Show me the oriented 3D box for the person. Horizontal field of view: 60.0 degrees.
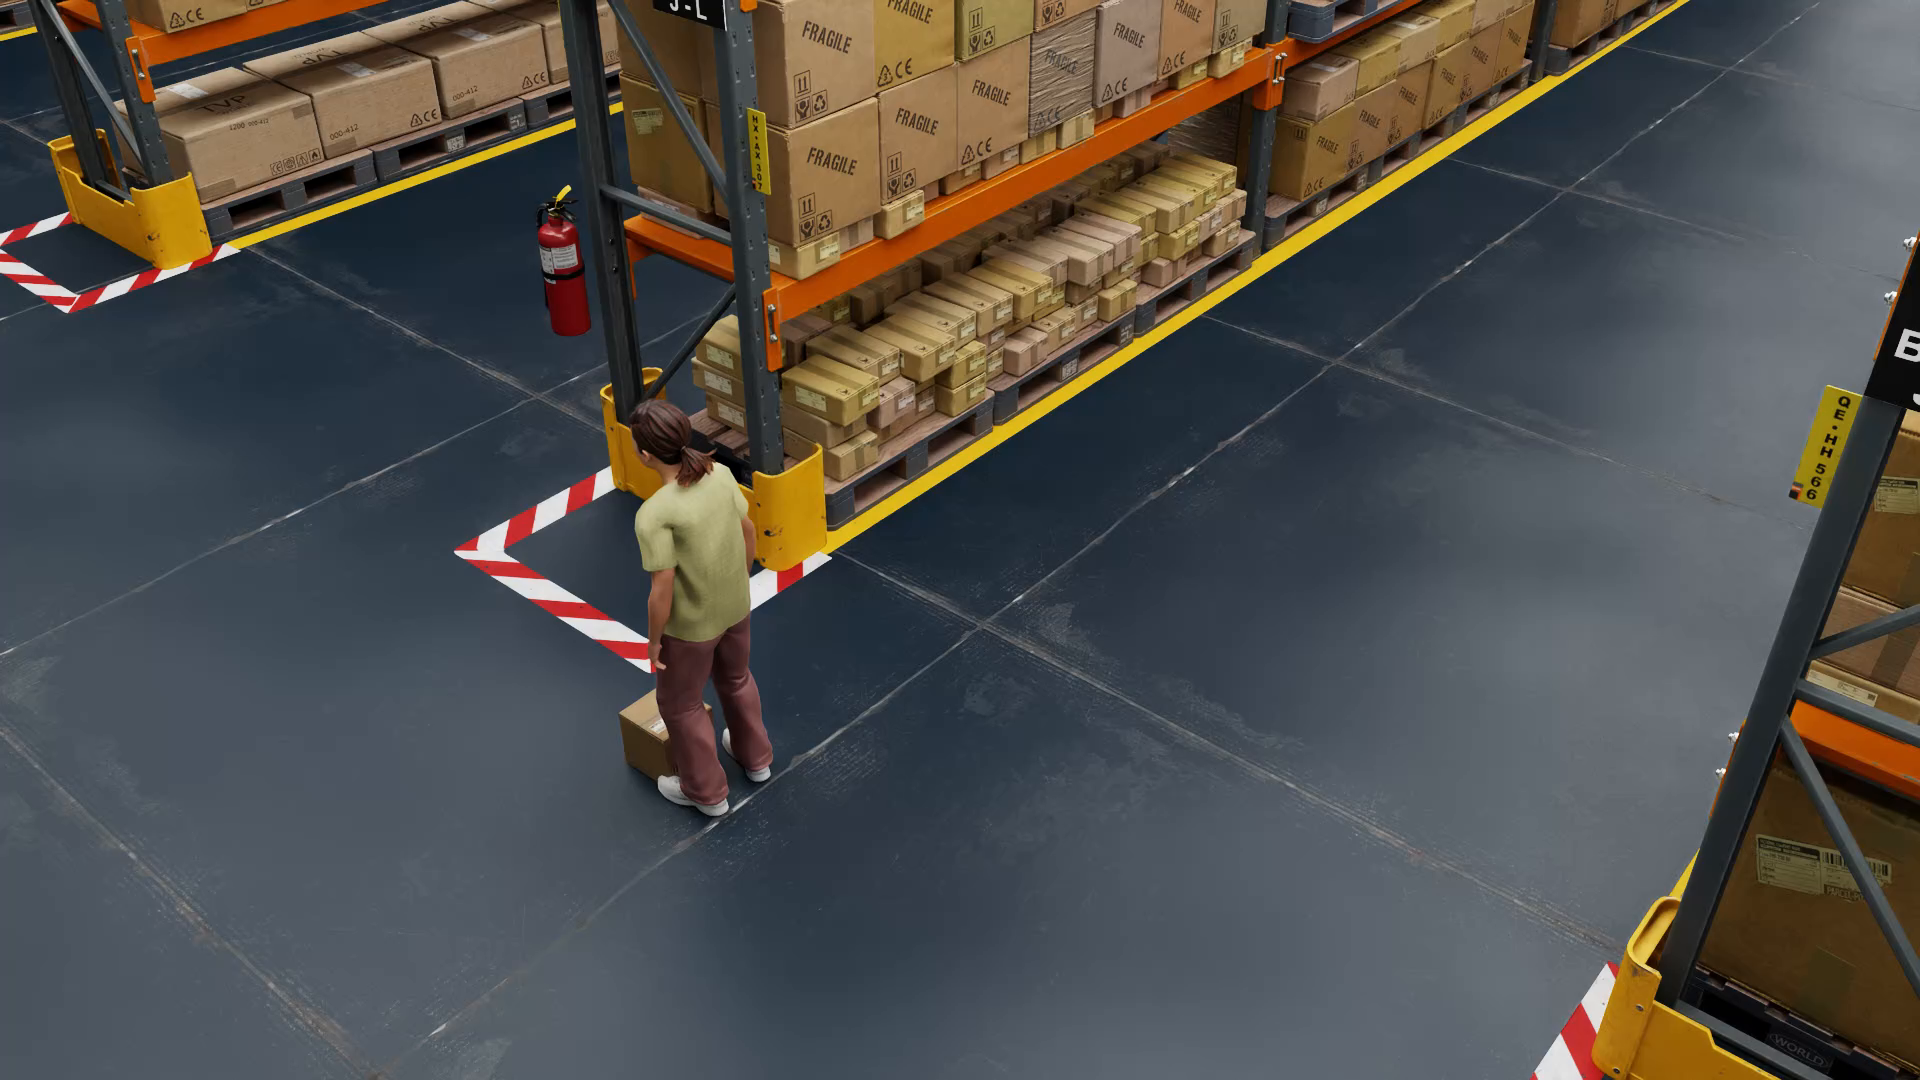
[{"bbox_3d":[-0.915,0.251,5.791,0.361,1.671,0.510,24,42,30],"label":"person"}]
